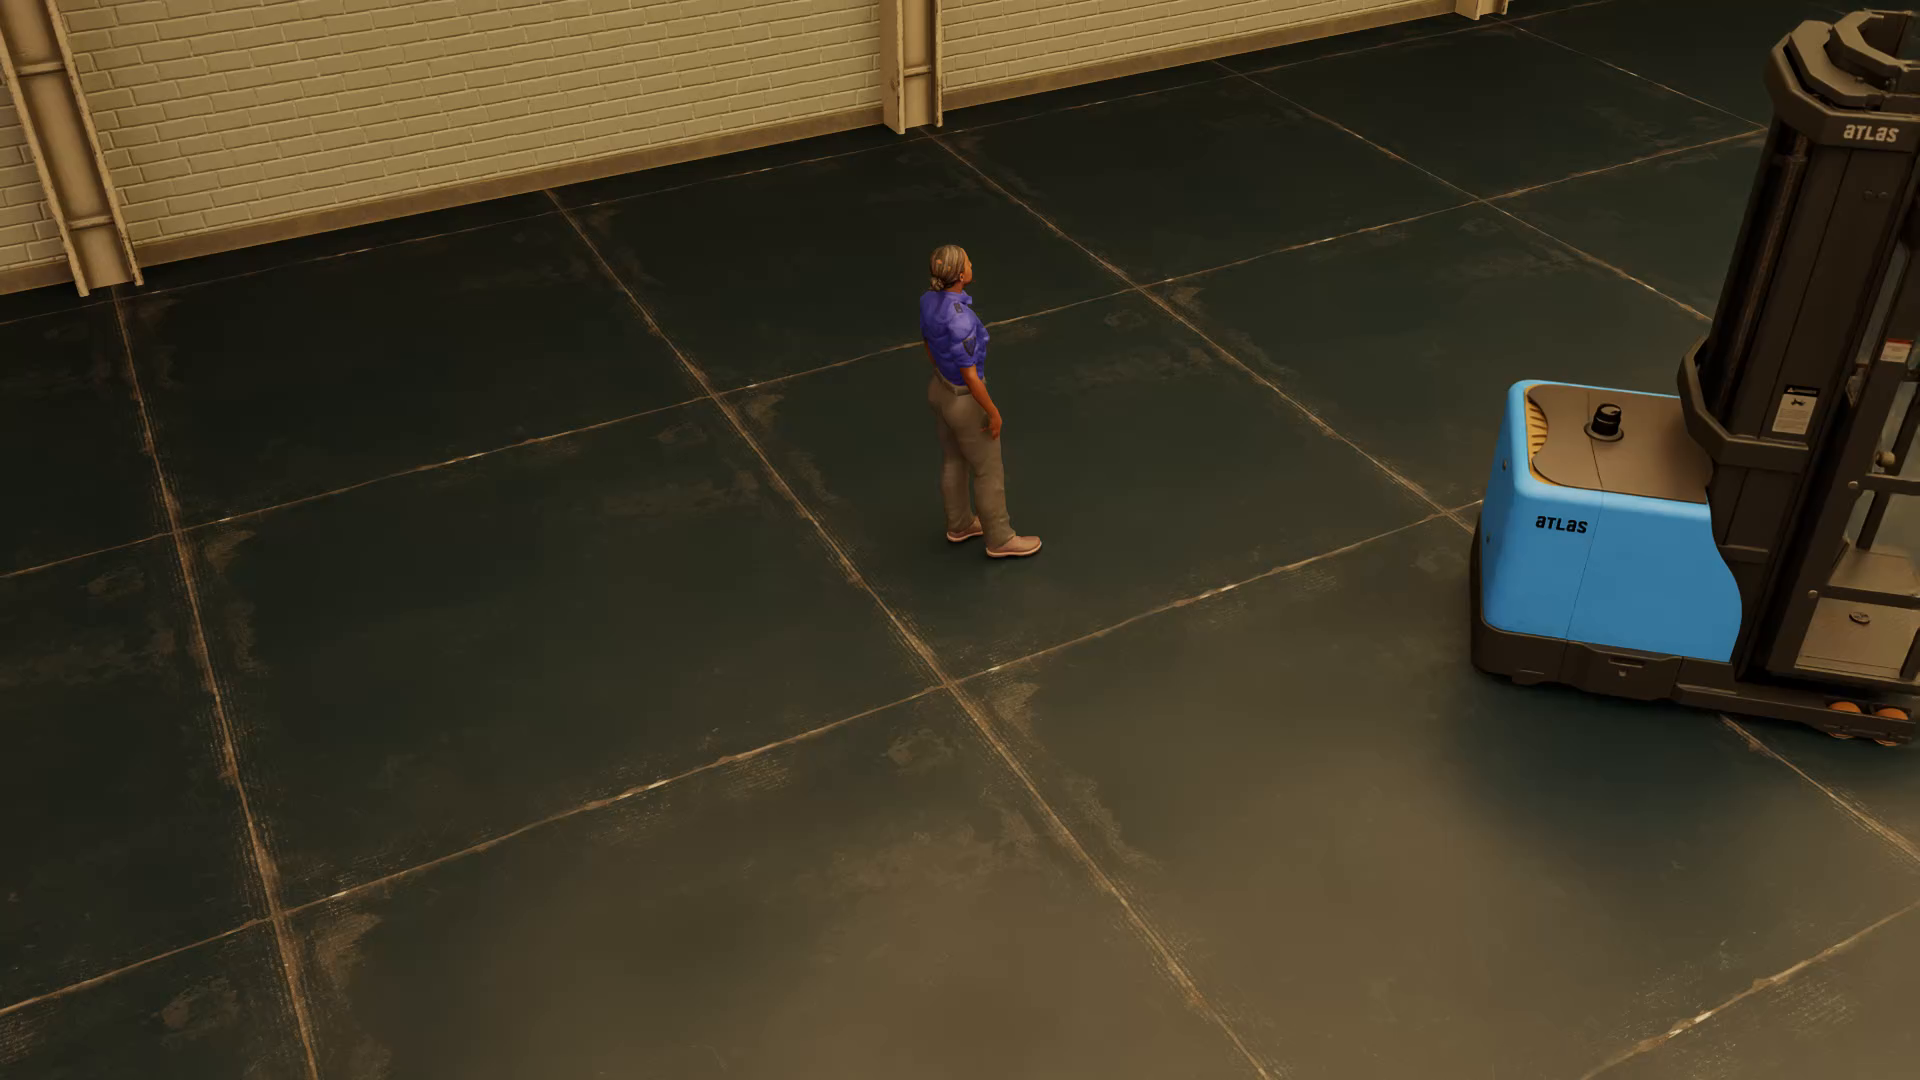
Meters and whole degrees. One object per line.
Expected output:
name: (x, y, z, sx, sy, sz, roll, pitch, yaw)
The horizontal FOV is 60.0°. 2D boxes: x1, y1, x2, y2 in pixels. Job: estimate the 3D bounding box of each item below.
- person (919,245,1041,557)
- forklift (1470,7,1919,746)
person: (0.087, -0.695, 8.200, 0.503, 1.656, 0.570, -17, 39, -23)
forklift: (3.961, -0.624, 7.006, 3.031, 2.935, 1.130, 8, 36, 11)
